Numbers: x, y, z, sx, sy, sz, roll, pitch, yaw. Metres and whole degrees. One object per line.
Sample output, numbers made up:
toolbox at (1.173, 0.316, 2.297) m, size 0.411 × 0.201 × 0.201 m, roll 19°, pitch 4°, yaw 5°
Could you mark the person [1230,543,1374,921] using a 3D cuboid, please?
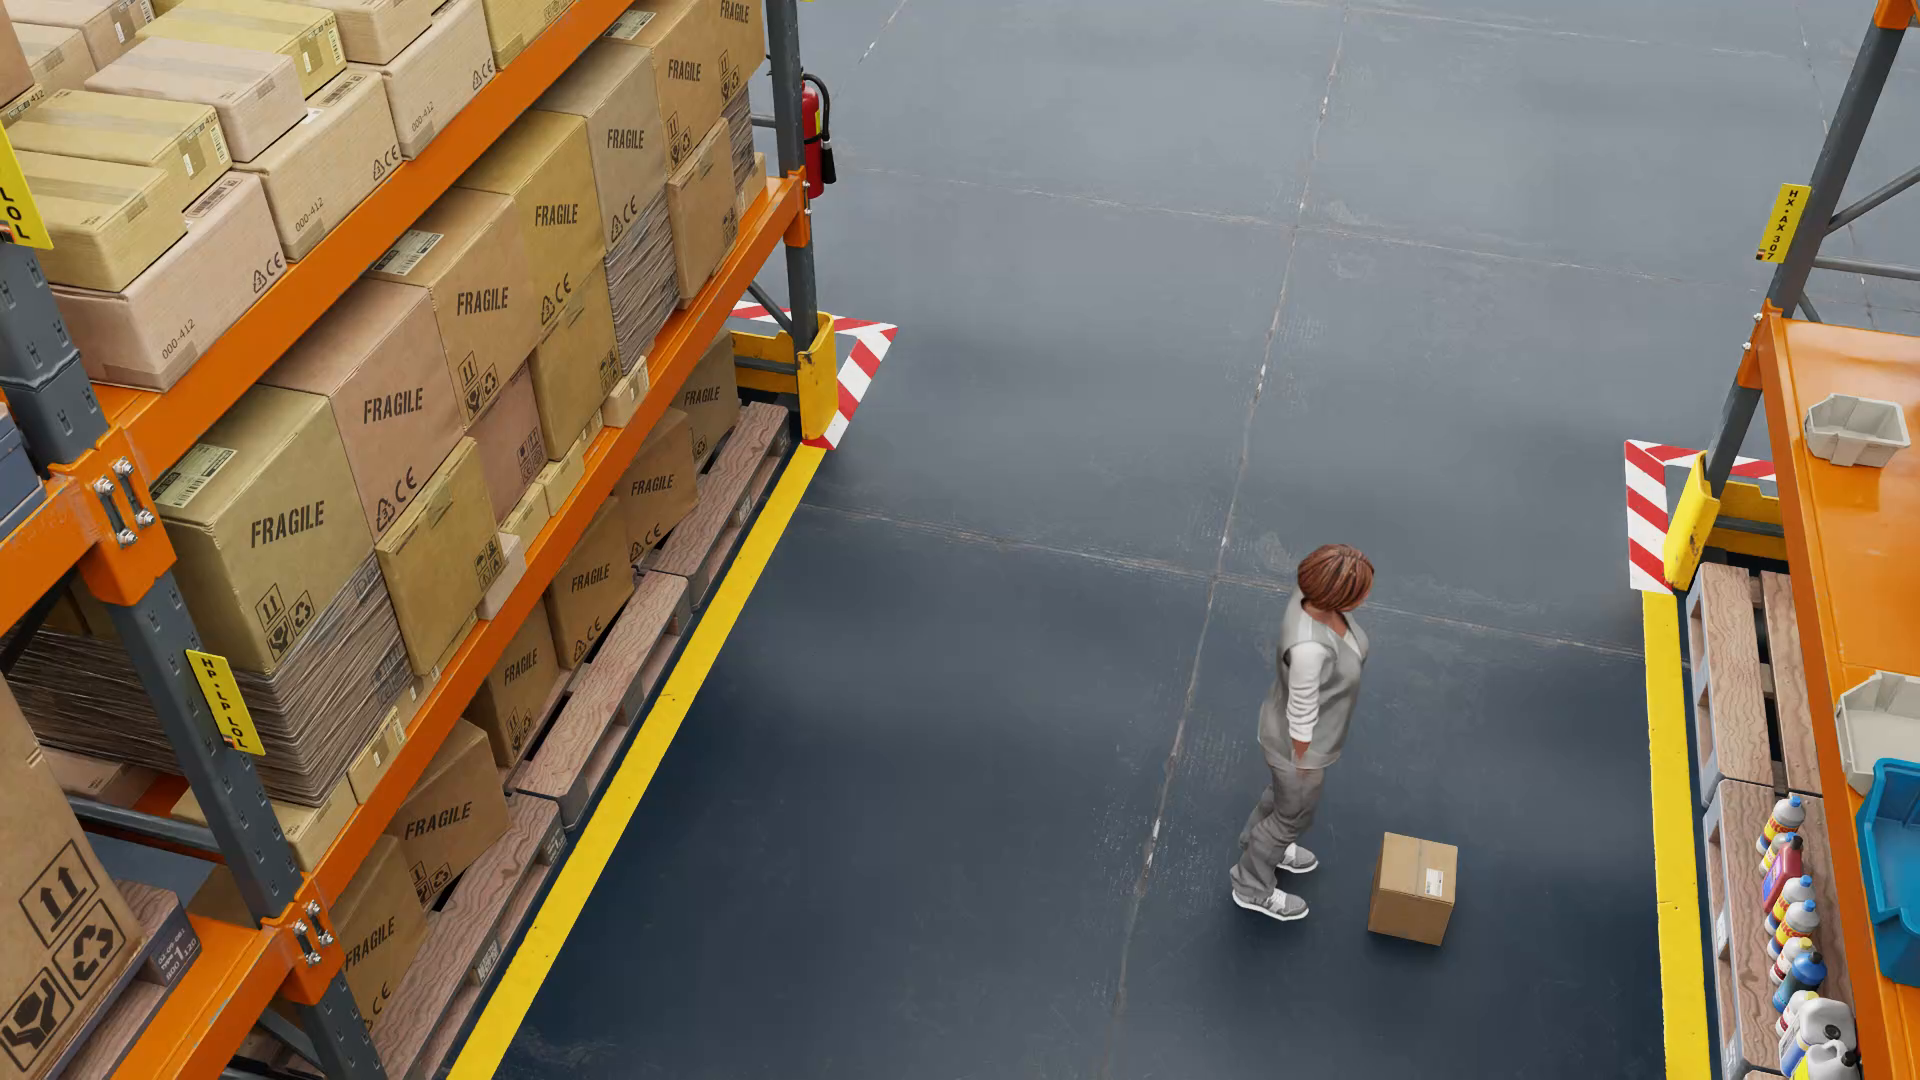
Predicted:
person at (1.128, 0.623, 5.470) m, size 0.305 × 1.593 × 0.407 m, roll 11°, pitch 43°, yaw 12°
